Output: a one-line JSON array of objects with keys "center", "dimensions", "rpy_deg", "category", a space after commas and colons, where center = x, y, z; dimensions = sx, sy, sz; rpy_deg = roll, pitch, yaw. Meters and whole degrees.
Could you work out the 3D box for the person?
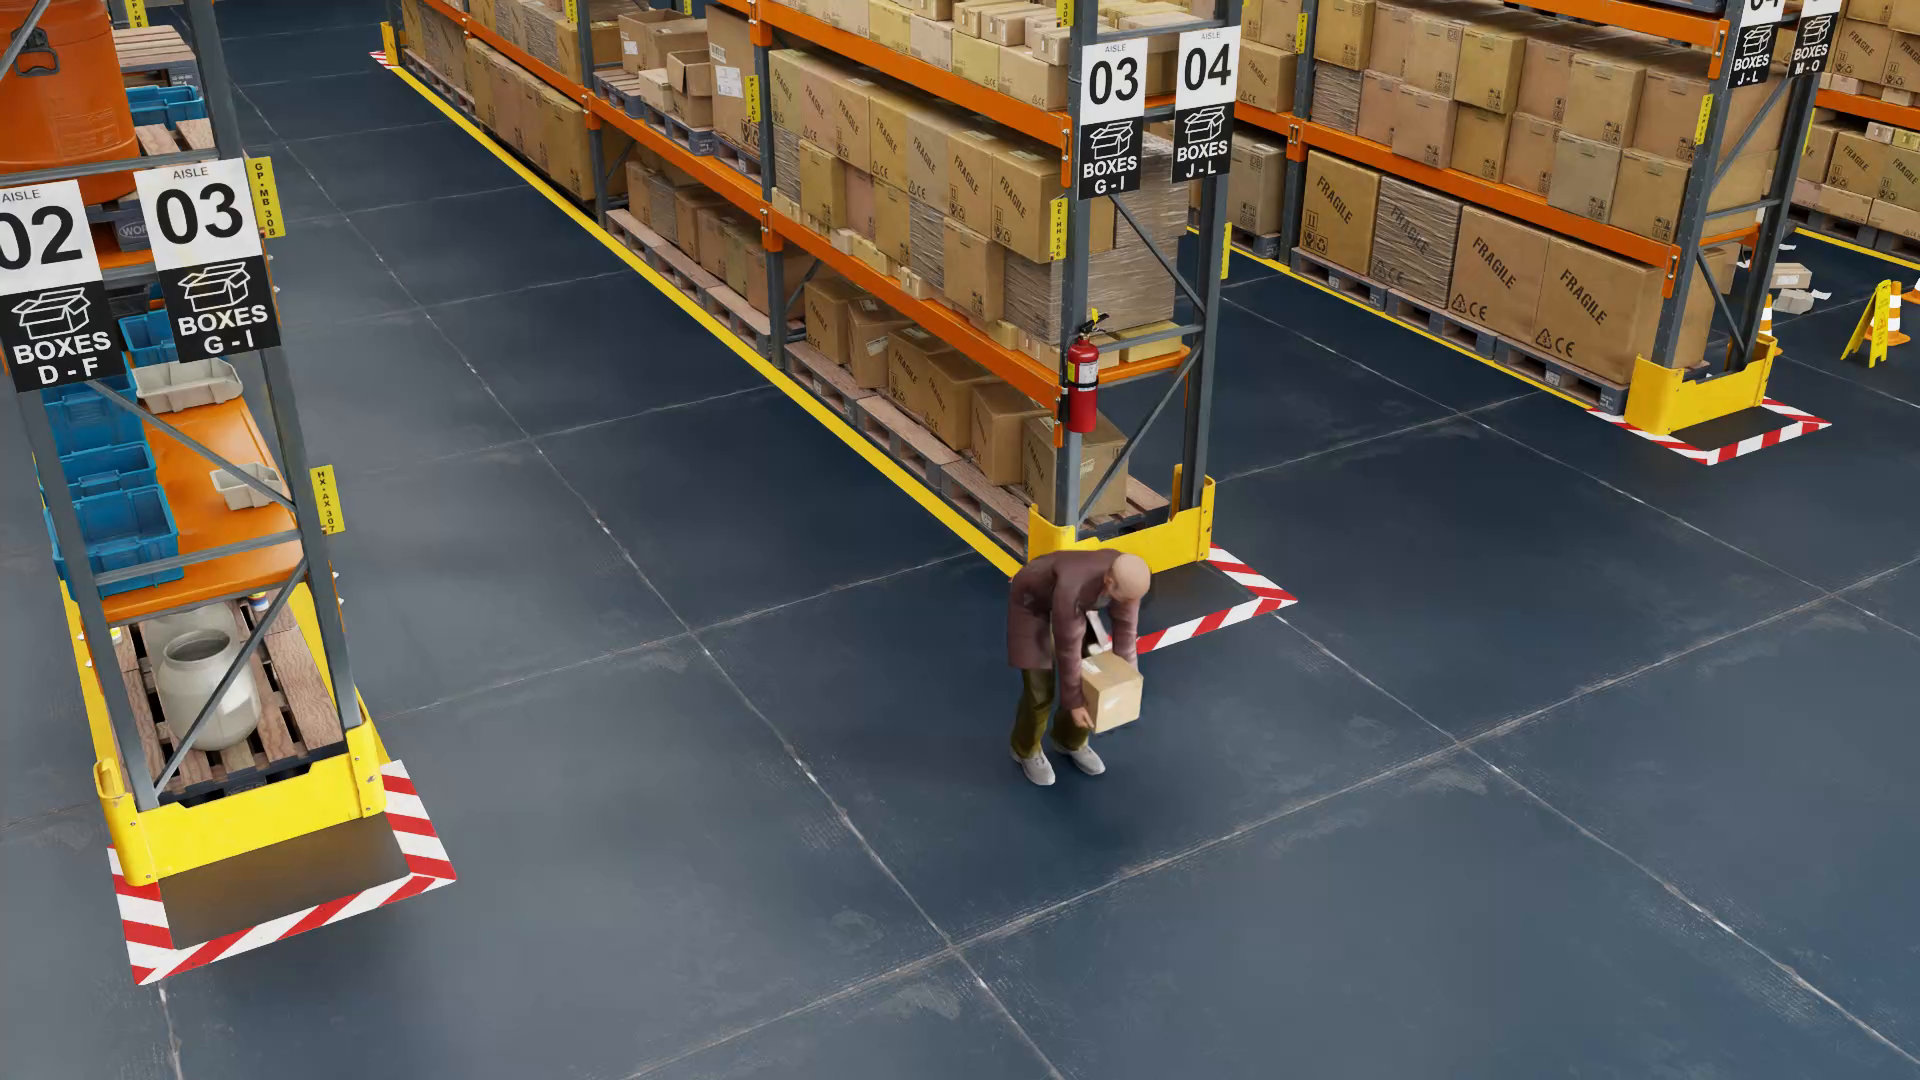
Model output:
[{"center": [0.512, 0.388, 7.919], "dimensions": [0.532, 1.742, 0.603], "rpy_deg": [-16, 33, -27], "category": "person"}]
